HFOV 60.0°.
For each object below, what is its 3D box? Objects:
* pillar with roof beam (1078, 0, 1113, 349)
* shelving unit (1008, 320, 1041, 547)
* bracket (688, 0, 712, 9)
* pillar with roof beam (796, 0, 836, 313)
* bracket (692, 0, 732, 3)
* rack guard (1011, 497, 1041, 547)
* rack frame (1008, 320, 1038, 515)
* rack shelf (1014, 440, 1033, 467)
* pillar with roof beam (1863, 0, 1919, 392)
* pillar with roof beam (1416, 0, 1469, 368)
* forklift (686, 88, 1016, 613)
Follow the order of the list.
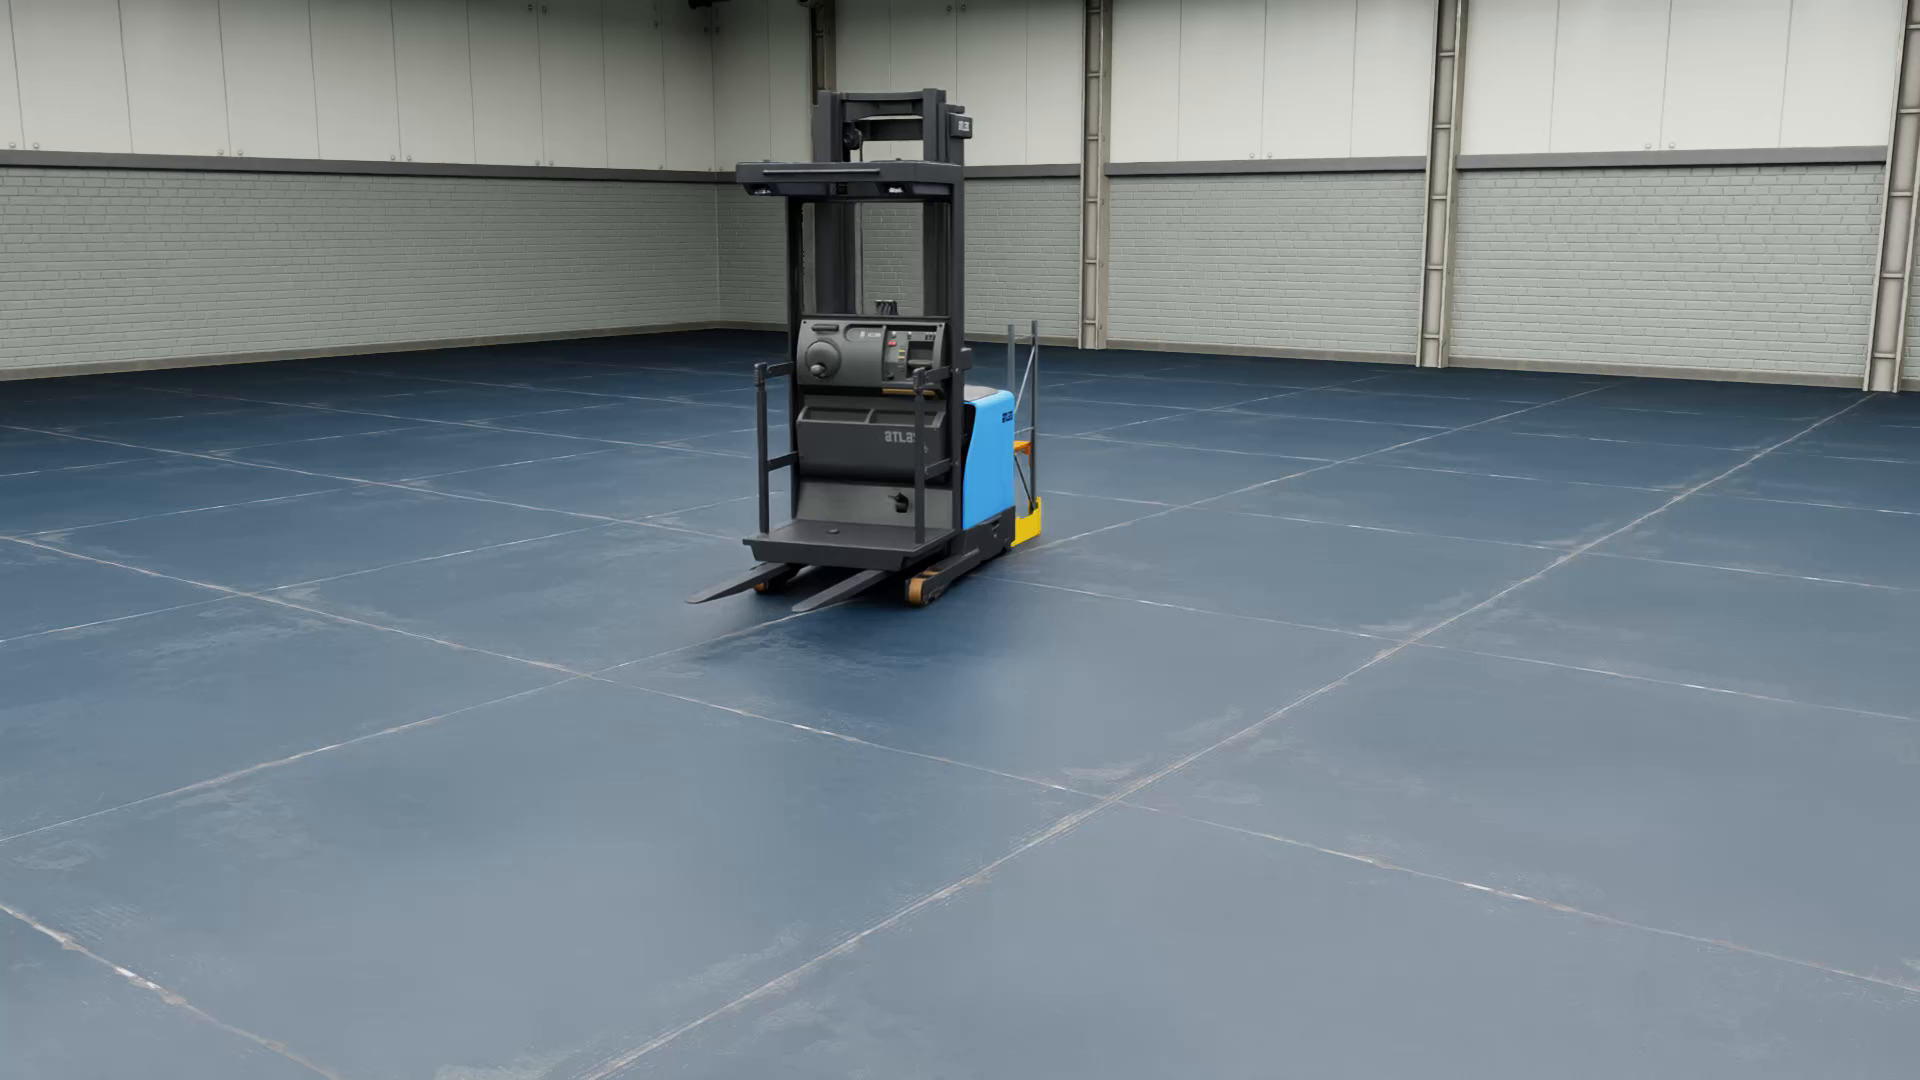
[{"bbox_3d":[-0.274,-7.047,24.265,0.400,9.000,9.100,8,13,36],"label":"pillar with roof beam"},{"bbox_3d":[-0.032,-0.777,11.598,1.083,1.500,0.587,5,12,22],"label":"shelving unit"},{"bbox_3d":[-5.017,-10.407,32.154,0.430,0.232,0.235,8,13,36],"label":"bracket"},{"bbox_3d":[-5.110,-7.722,27.752,0.548,9.000,9.100,8,13,36],"label":"pillar with roof beam"},{"bbox_3d":[-4.541,-10.340,31.811,3.189,0.066,0.076,8,13,36],"label":"bracket"},{"bbox_3d":[0.427,-0.127,11.528,0.087,0.250,0.587,5,12,22],"label":"rack guard"},{"bbox_3d":[0.429,-0.741,11.409,0.032,1.500,0.500,5,12,22],"label":"rack frame"},{"bbox_3d":[-0.041,-0.601,11.635,1.000,0.185,0.538,5,12,22],"label":"rack shelf"},{"bbox_3d":[9.398,-5.698,17.292,0.400,9.000,9.100,8,13,36],"label":"pillar with roof beam"},{"bbox_3d":[4.562,-6.373,20.778,0.400,9.000,9.100,8,13,36],"label":"pillar with roof beam"},{"bbox_3d":[-0.606,-1.146,9.738,1.130,2.935,3.031,4,12,19],"label":"forklift"}]
